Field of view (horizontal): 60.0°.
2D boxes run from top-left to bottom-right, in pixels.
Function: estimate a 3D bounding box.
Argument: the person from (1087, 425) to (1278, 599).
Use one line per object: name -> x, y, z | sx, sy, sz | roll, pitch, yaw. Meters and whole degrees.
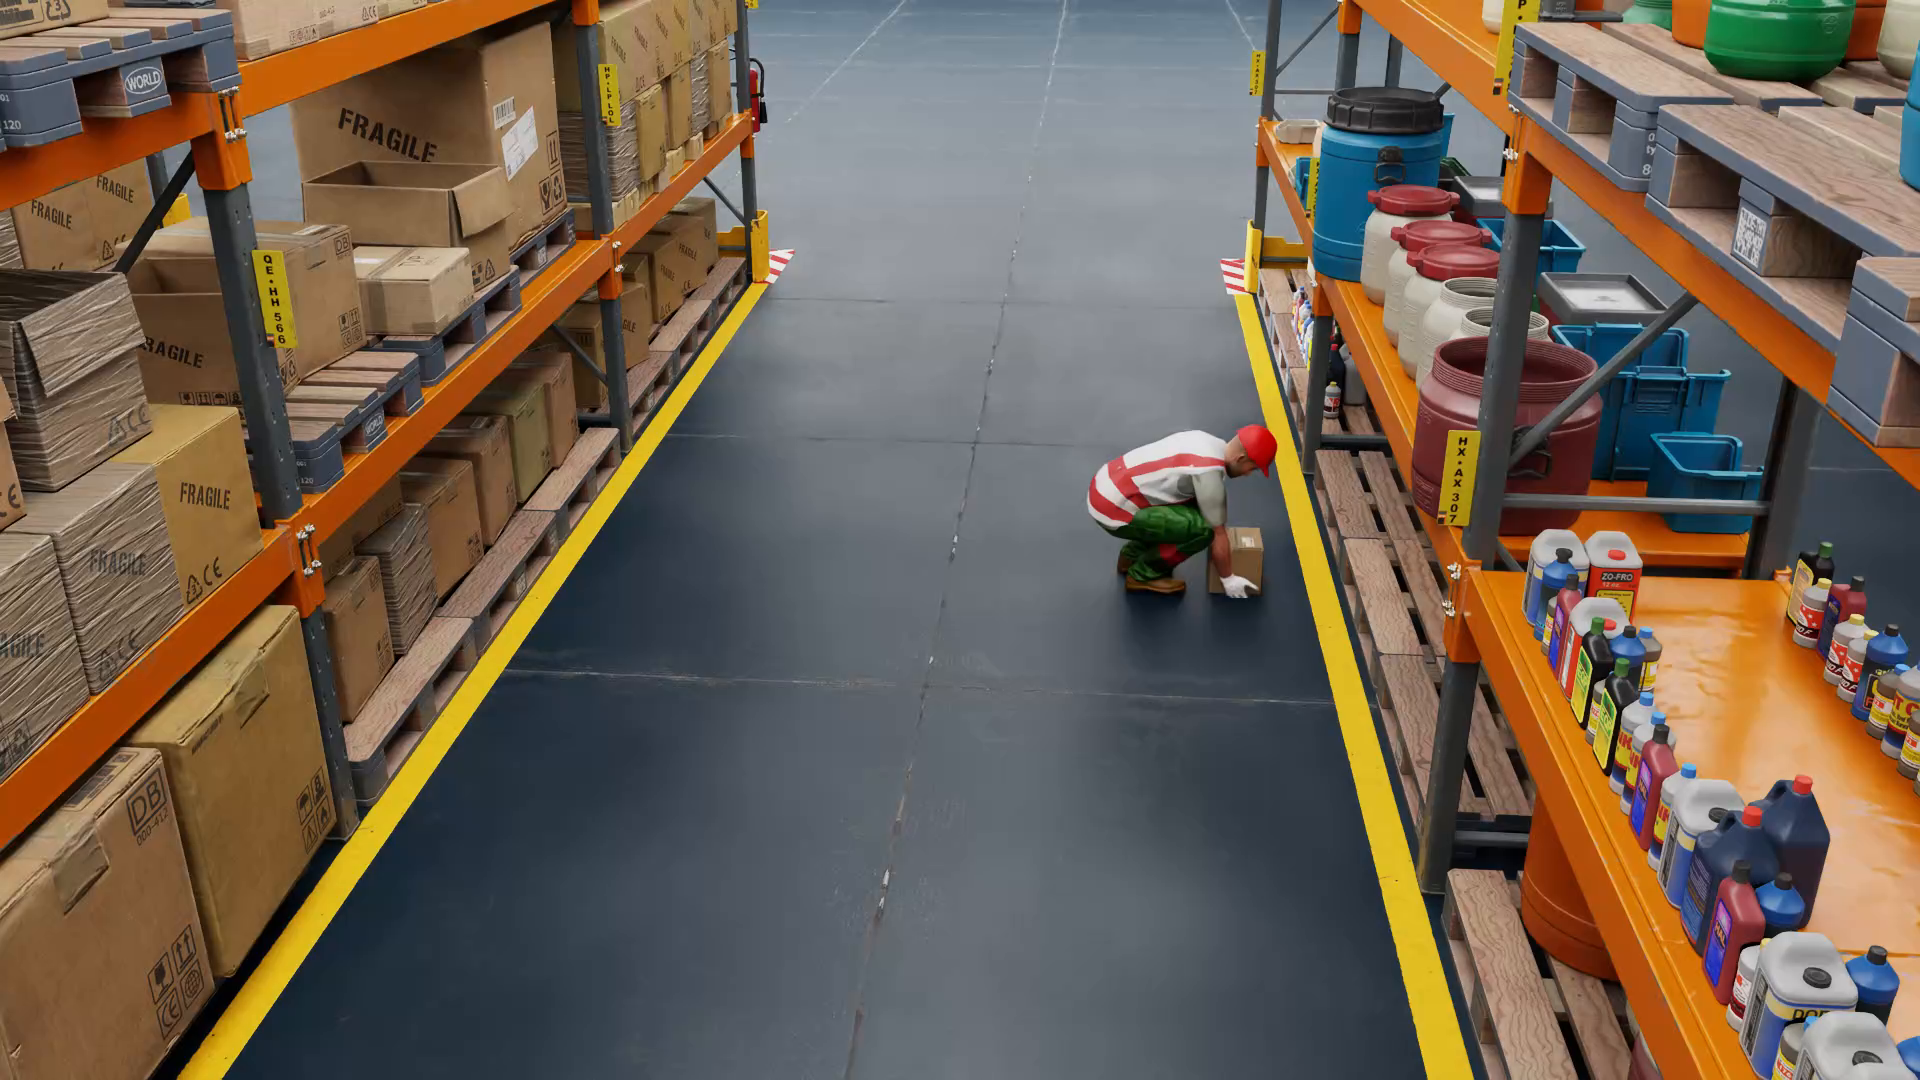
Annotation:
person -> 1.076, -0.139, 8.156 | 0.907, 0.880, 0.544 | 2, 24, 4
